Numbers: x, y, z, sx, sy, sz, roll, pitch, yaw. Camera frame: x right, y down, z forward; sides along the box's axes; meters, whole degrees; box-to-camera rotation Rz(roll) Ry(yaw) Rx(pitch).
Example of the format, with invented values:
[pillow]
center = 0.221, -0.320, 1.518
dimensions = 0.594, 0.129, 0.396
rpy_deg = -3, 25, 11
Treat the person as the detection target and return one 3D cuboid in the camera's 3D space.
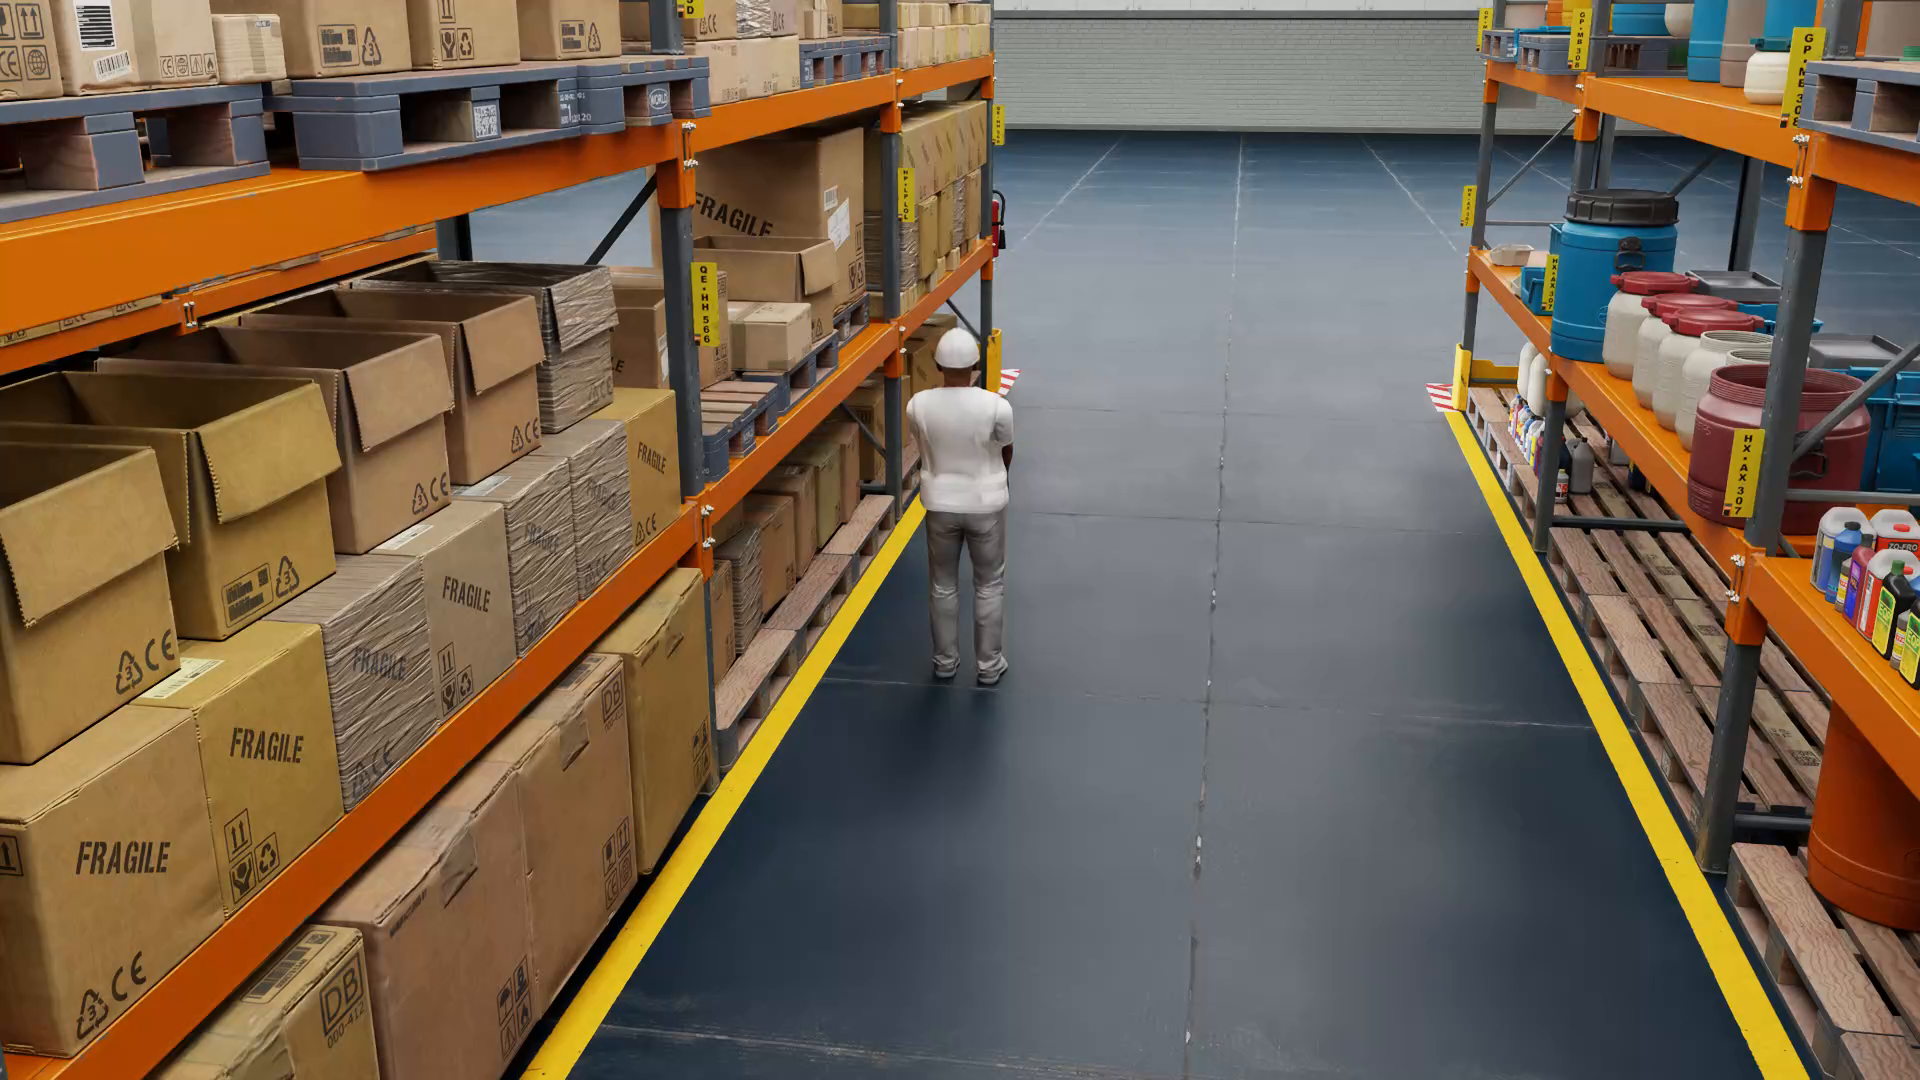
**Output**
[person]
center = 0.022, -0.189, 8.113
dimensions = 0.502, 1.761, 0.587
rpy_deg = 3, 18, 9
